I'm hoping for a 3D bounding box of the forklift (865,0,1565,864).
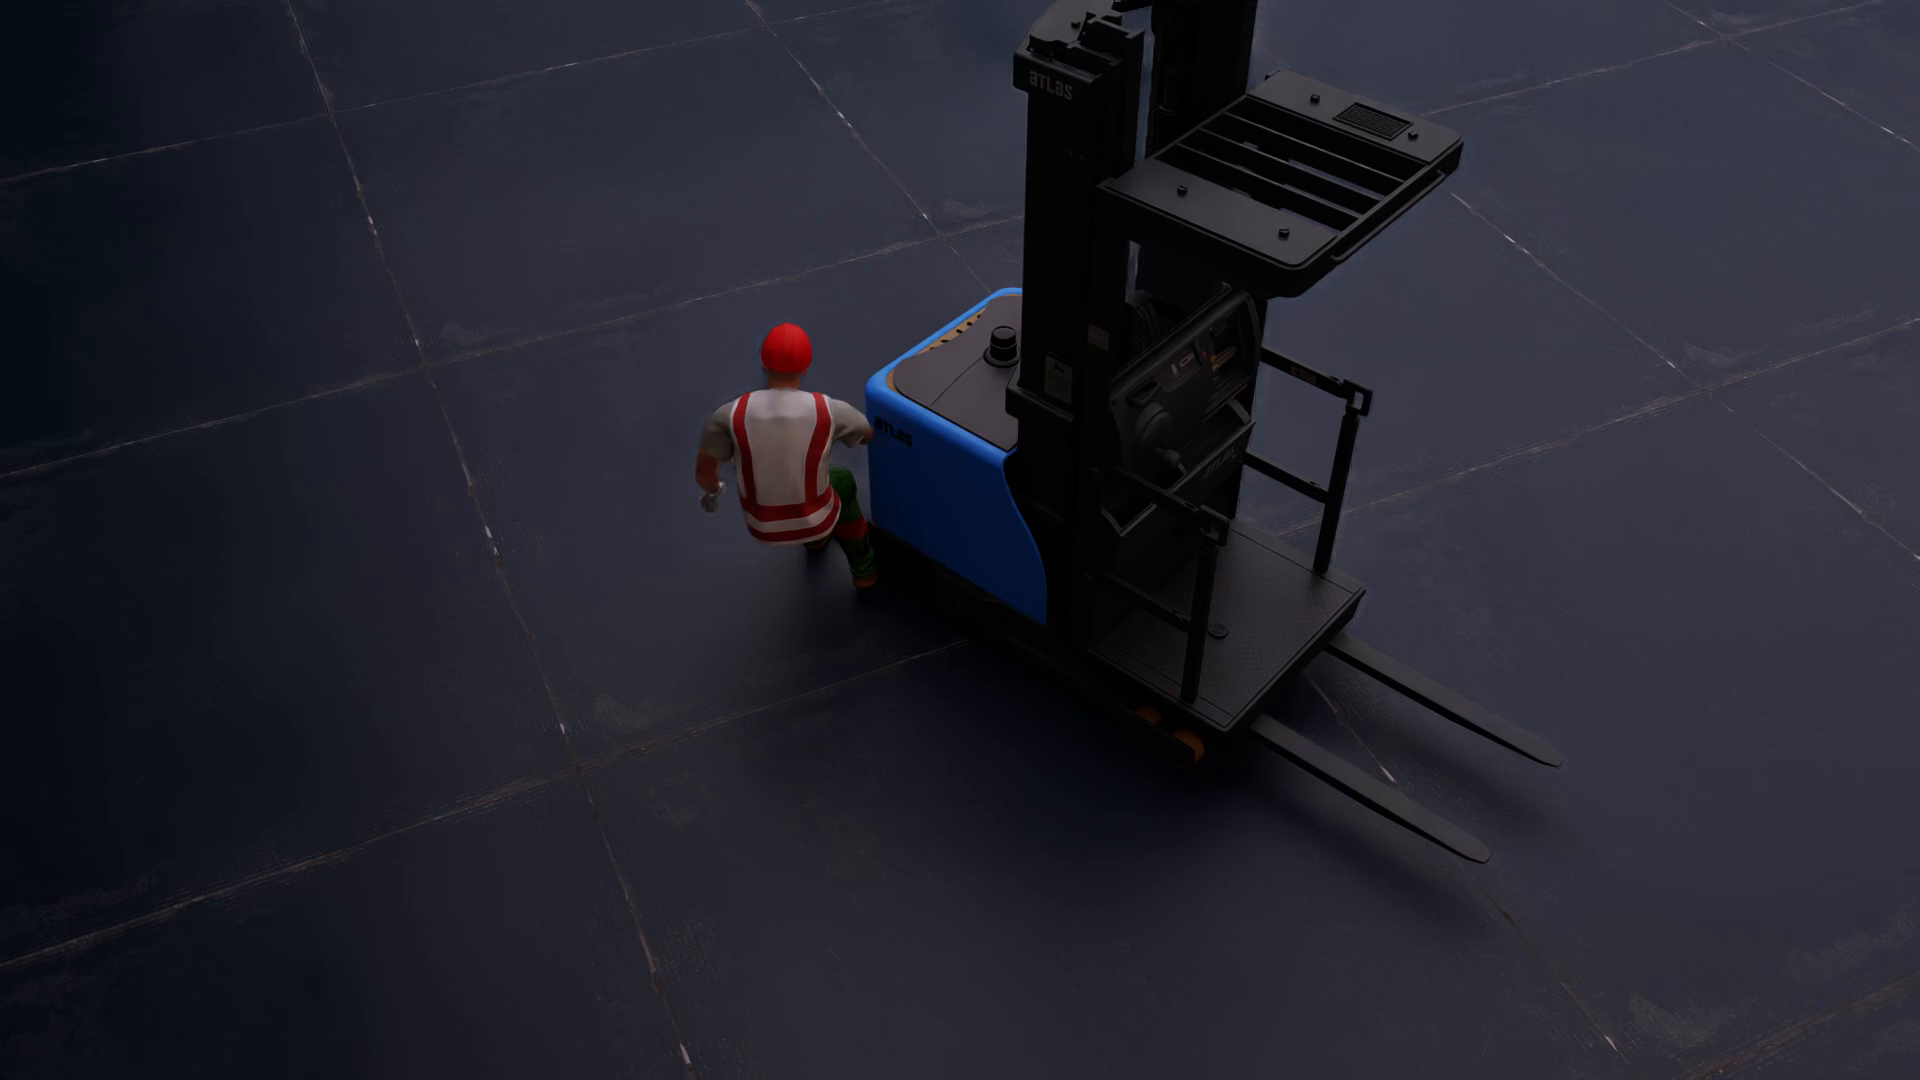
[{"bbox_3d":[1.029,-0.547,6.266,3.031,2.935,1.130,30,51,28],"label":"forklift"}]

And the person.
[{"bbox_3d":[-0.711,-0.347,7.145,0.799,1.557,0.924,-2,43,-2],"label":"person"}]
